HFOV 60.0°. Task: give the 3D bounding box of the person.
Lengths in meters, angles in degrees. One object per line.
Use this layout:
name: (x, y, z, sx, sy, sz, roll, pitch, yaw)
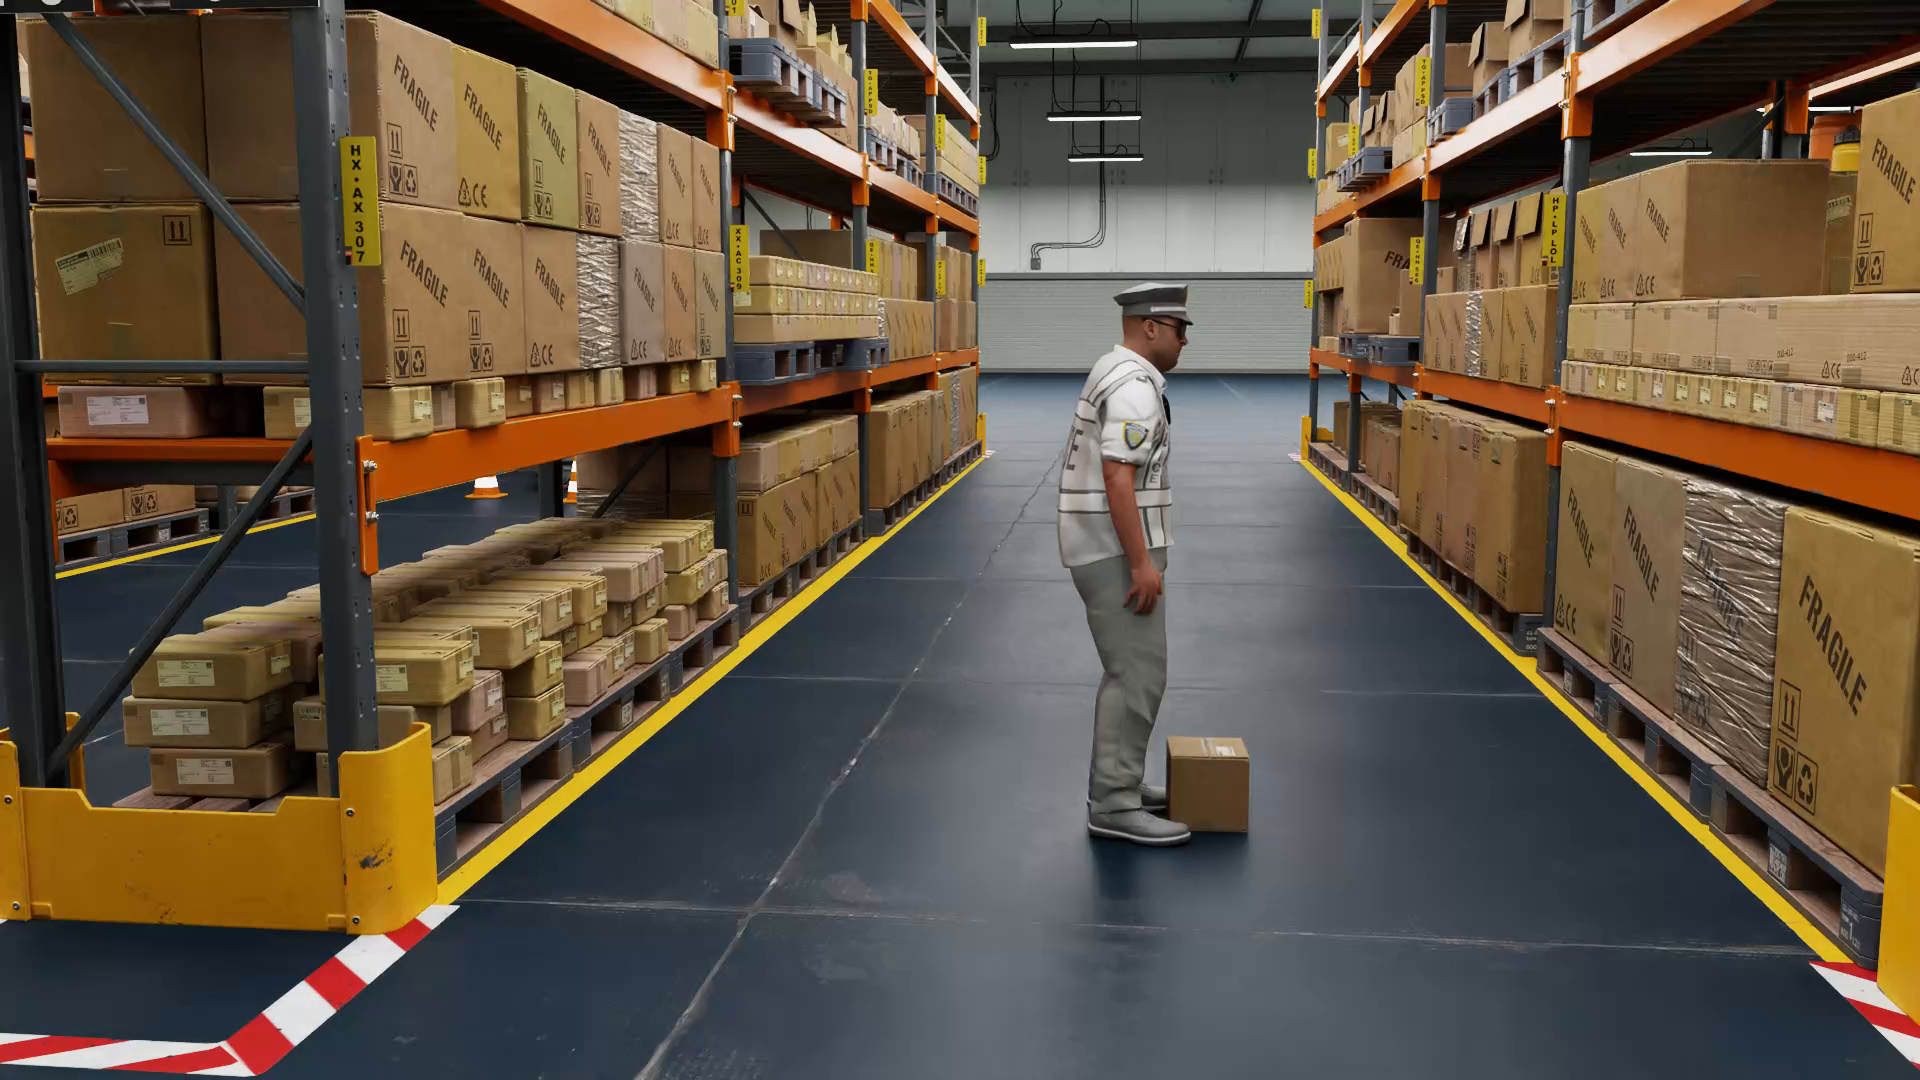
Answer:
person: (0.529, 0.052, 5.368, 0.437, 1.747, 0.601, 0, 8, 3)
